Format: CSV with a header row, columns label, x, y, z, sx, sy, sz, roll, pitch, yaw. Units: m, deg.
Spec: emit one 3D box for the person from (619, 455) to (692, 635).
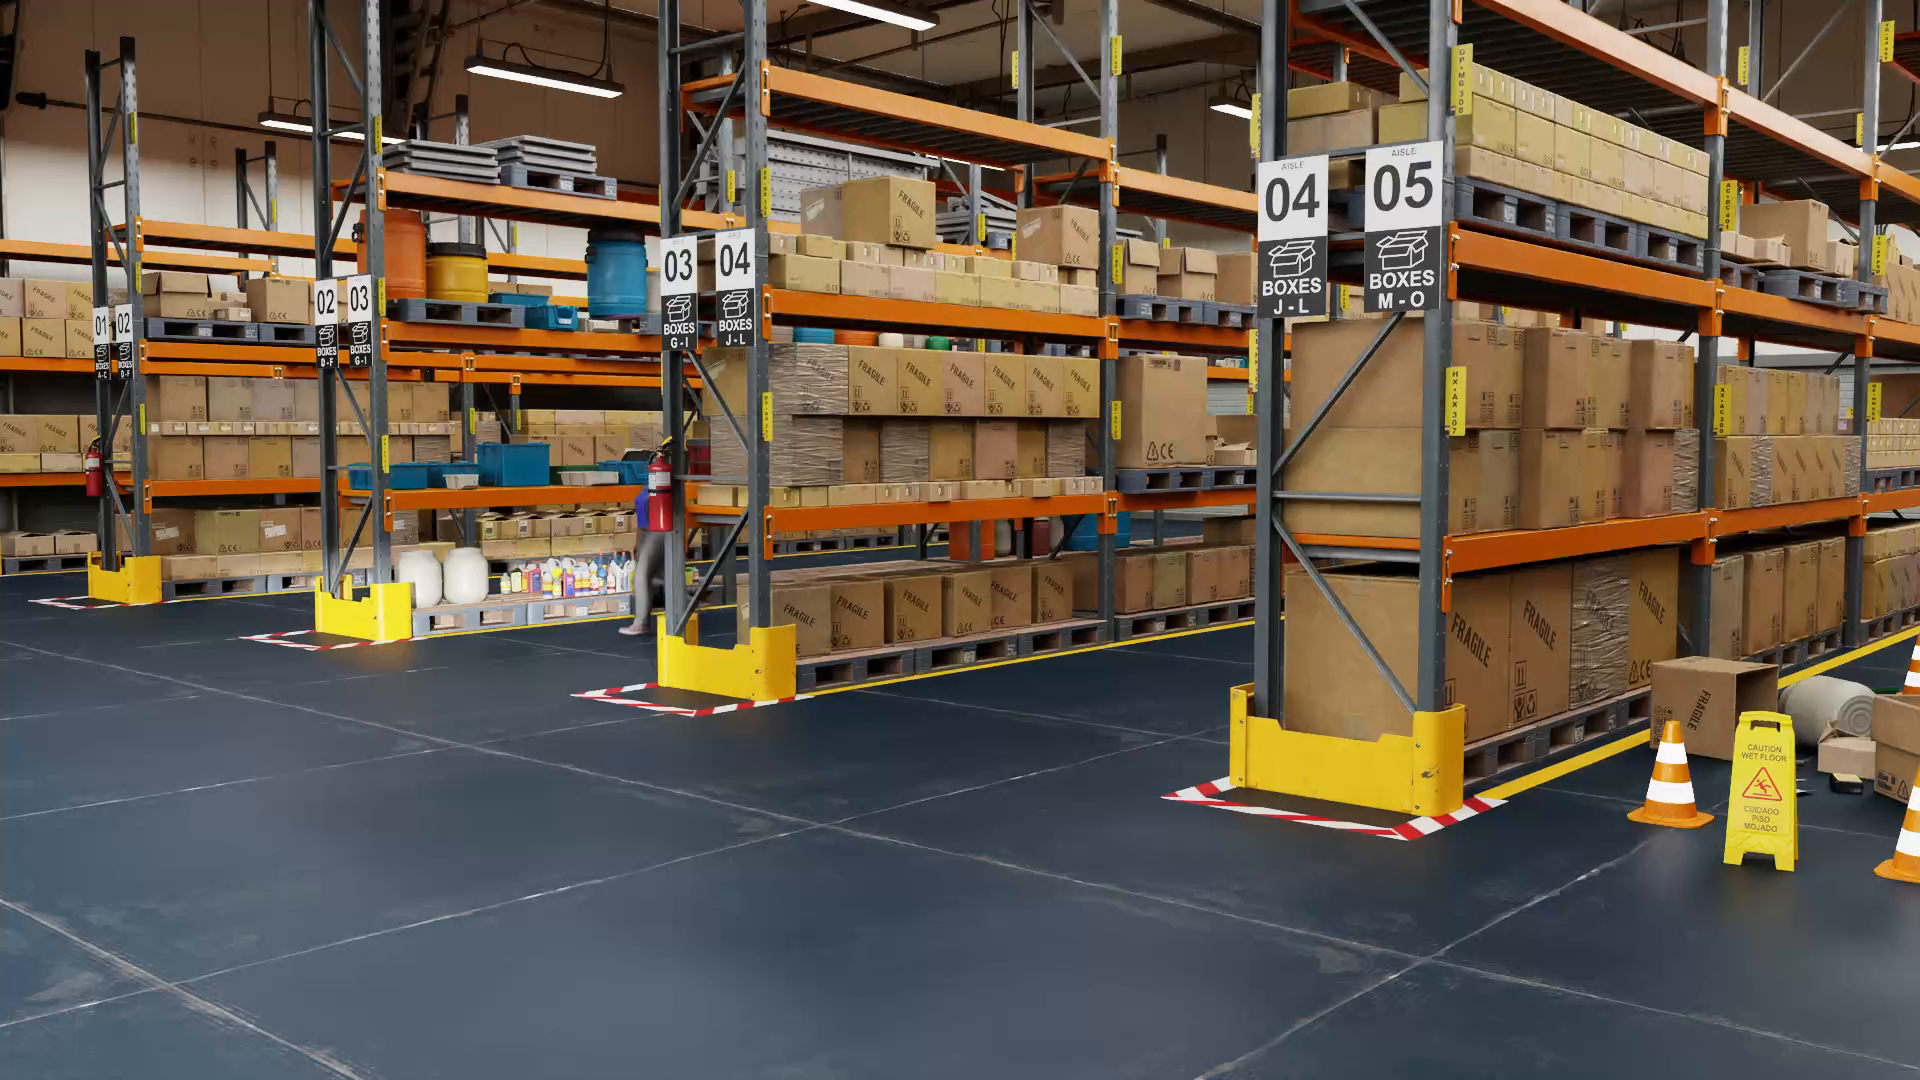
label,x,y,z,sx,sy,sz,roll,pitch,yaw
person,-2.745,0.029,15.063,0.817,1.600,0.432,-3,4,-35
